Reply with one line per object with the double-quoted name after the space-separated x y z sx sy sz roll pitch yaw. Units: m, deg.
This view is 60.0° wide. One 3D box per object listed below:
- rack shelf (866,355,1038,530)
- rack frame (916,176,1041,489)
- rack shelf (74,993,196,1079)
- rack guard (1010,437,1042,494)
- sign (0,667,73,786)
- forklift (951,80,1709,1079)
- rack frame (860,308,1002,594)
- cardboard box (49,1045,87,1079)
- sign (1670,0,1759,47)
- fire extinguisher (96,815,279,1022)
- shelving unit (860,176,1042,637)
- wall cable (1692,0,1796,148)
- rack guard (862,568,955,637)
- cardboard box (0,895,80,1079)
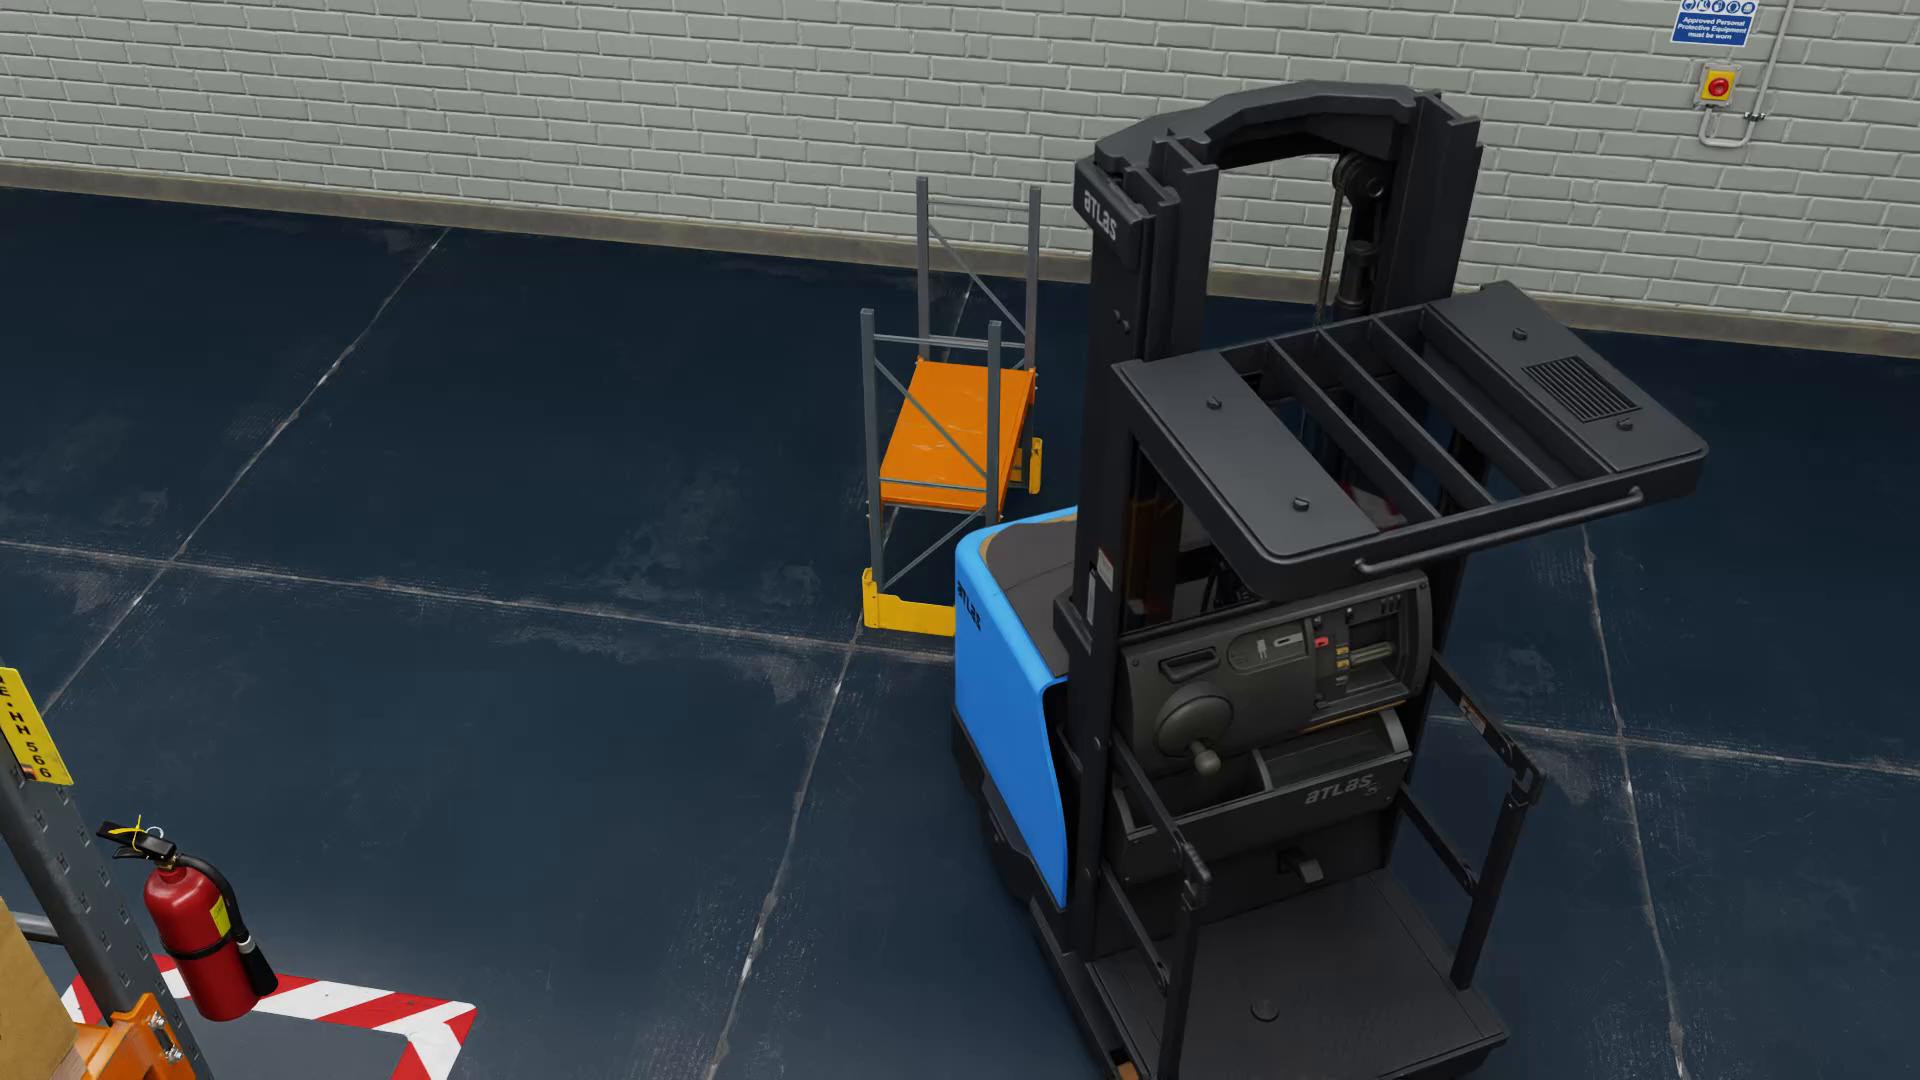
-0.015 -0.386 6.822 0.538 0.185 1.000 6 40 8 "rack shelf"
0.073 -0.844 7.093 0.500 1.500 0.032 6 40 8 "rack frame"
-2.746 2.395 2.563 1.077 0.370 4.000 6 40 8 "rack shelf"
0.073 -0.361 7.490 0.587 0.250 0.087 6 40 8 "rack guard"
-1.856 0.369 3.293 0.100 0.325 0.005 6 40 8 "sign"
0.961 0.448 4.408 1.130 2.935 3.031 -13 41 -16 "forklift"
-0.103 -0.205 6.321 0.500 1.500 0.032 6 40 8 "rack frame"
-2.178 1.196 3.647 0.380 0.149 0.250 6 40 8 "cardboard box"
3.409 -2.344 7.519 0.327 0.218 0.001 6 40 8 "sign"
-1.901 0.929 4.125 0.296 0.674 0.183 6 40 8 "fire extinguisher"
-0.013 -0.530 6.714 0.587 1.500 1.083 6 40 8 "shelving unit"
3.446 -2.600 7.218 0.585 1.953 0.123 6 40 8 "wall cable"
-0.099 0.264 6.734 0.587 0.250 0.087 6 40 8 "rack guard"
-2.224 1.020 3.350 0.500 0.500 0.500 7 40 9 "cardboard box"
